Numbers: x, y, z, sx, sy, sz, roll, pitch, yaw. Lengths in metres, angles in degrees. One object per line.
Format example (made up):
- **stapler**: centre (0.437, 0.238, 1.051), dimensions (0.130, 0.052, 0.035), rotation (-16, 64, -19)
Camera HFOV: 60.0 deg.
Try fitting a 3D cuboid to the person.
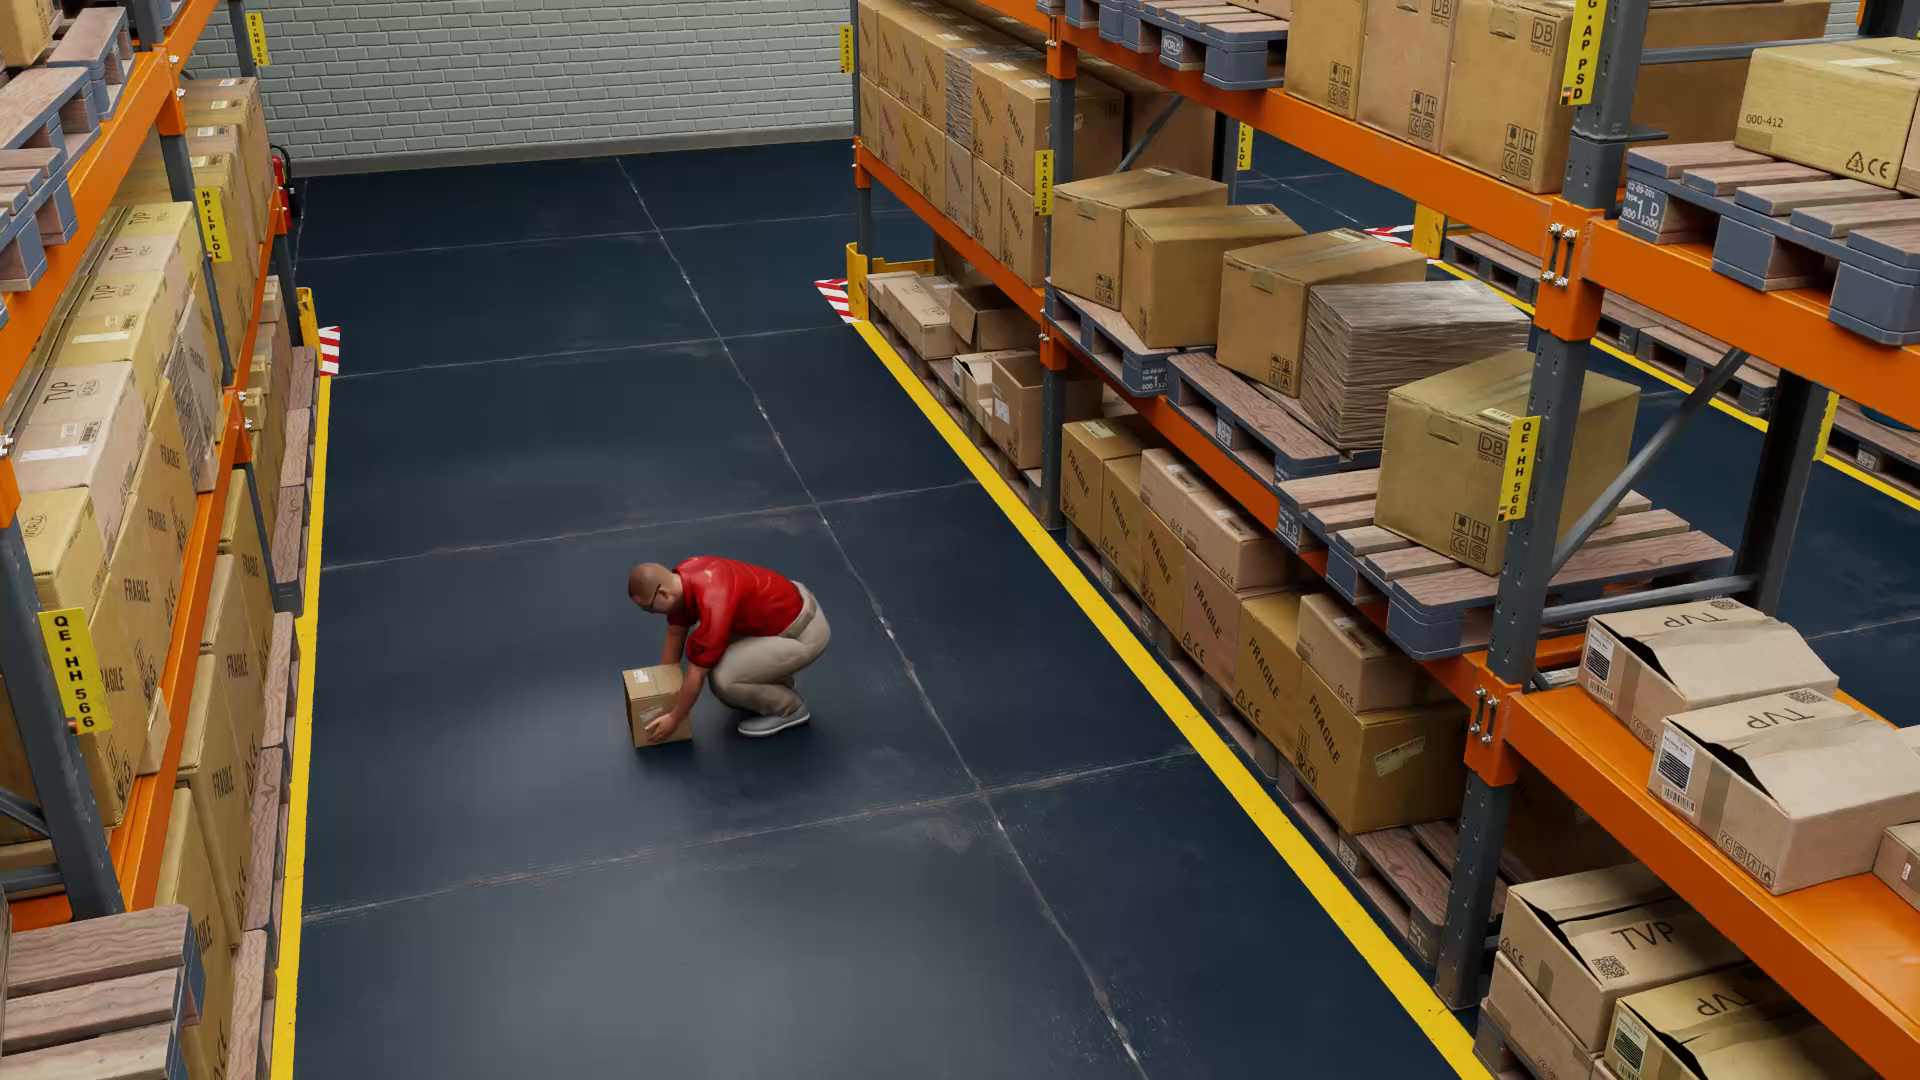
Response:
- **person**: centre (-1.003, 0.417, 7.284), dimensions (0.866, 0.856, 0.555), rotation (-8, 27, -16)
